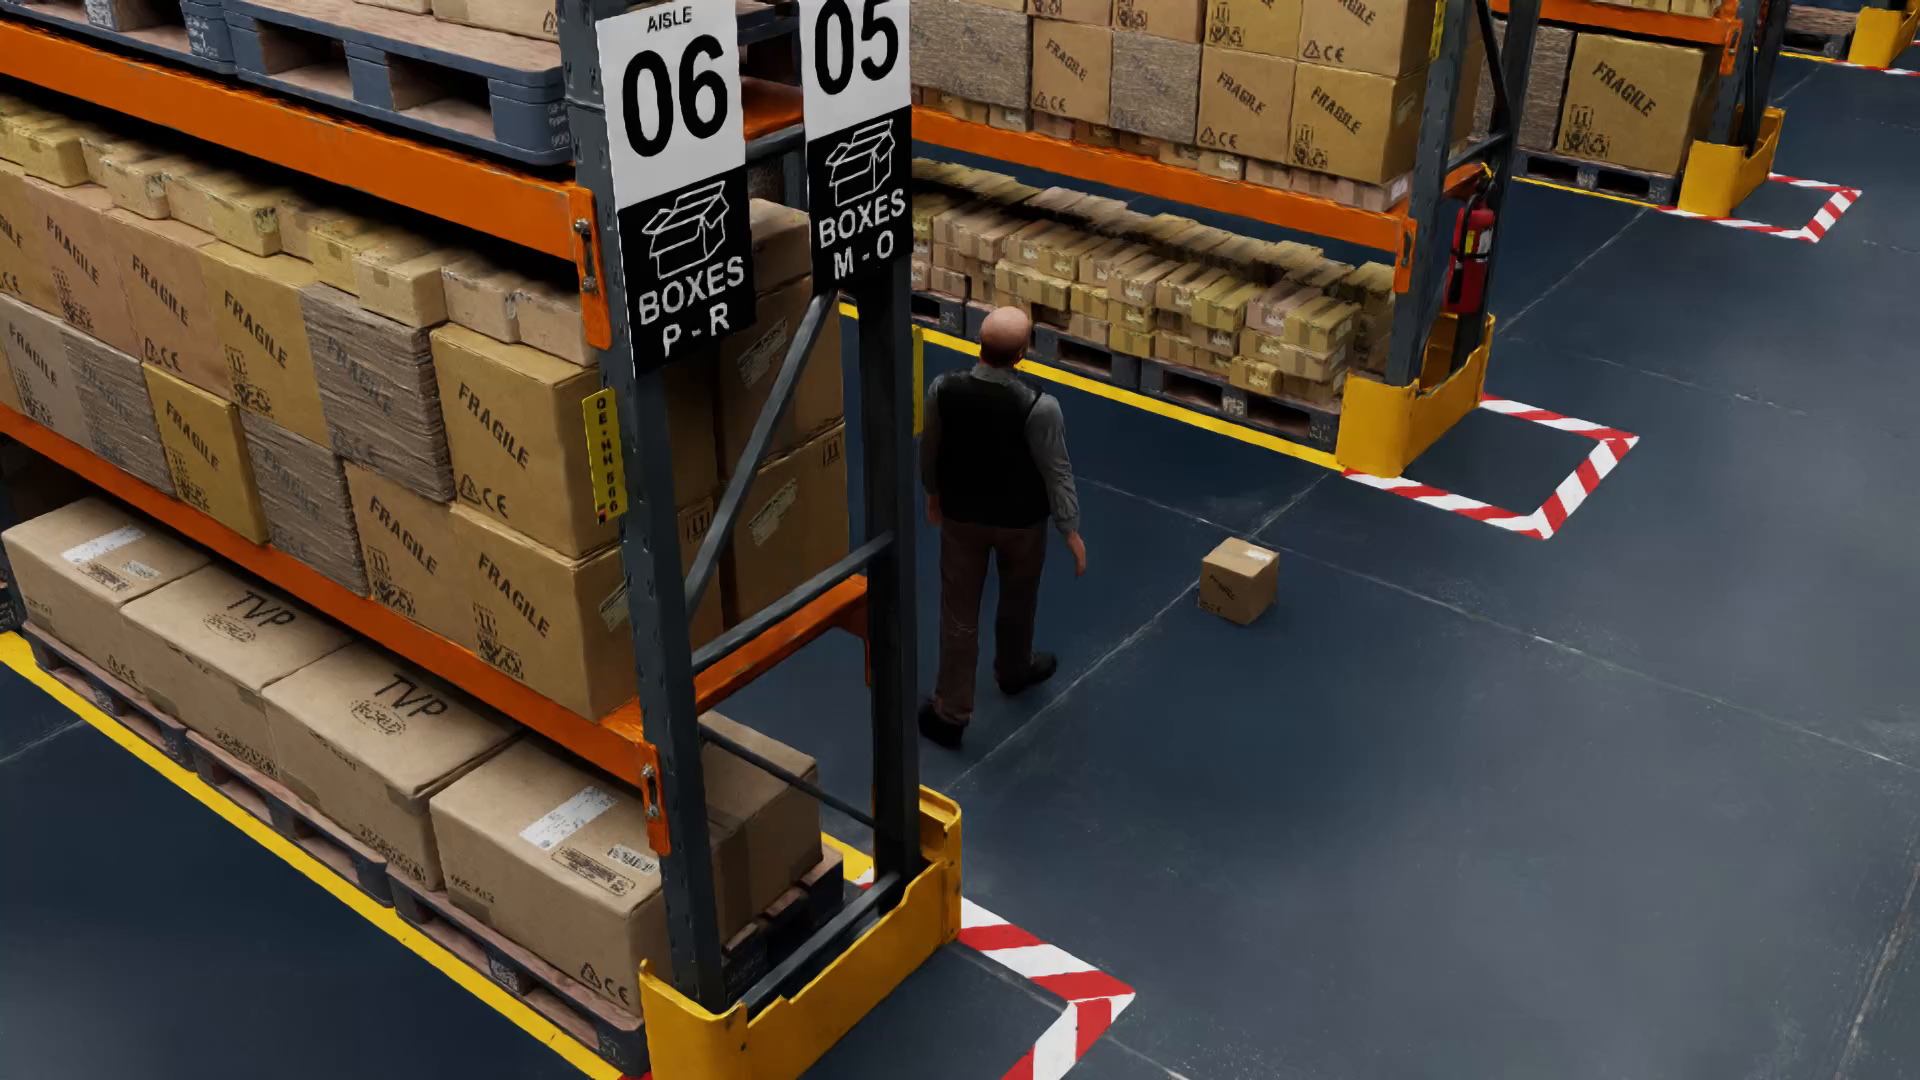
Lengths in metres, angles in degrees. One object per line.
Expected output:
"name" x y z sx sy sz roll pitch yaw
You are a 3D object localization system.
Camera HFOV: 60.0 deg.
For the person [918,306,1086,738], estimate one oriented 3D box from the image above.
"person" 0.158 -0.070 6.292 0.686 1.702 0.672 8 32 13
